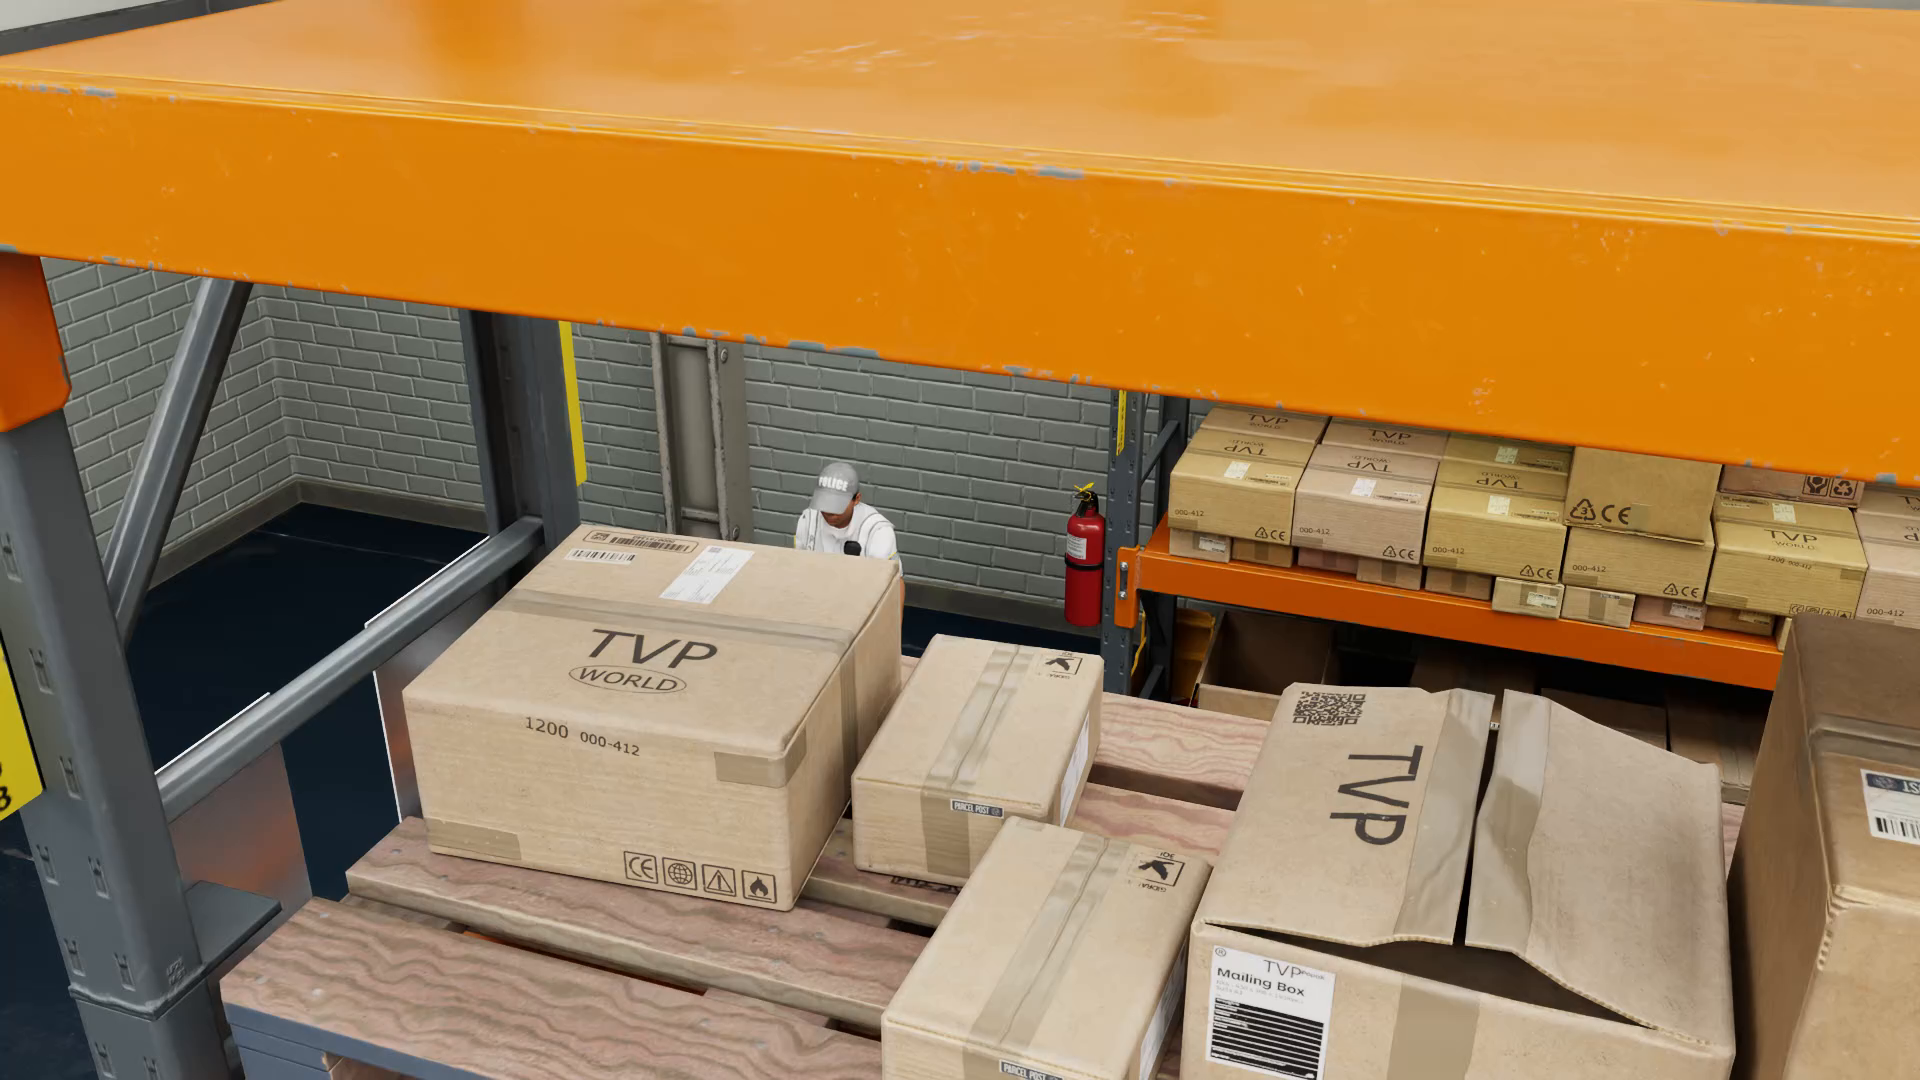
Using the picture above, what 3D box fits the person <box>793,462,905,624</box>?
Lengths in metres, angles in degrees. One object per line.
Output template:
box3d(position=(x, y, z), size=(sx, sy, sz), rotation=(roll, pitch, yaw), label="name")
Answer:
box3d(position=(-0.508, 0.410, 7.258), size=(0.540, 1.667, 0.466), rotation=(9, 27, 18), label="person")
